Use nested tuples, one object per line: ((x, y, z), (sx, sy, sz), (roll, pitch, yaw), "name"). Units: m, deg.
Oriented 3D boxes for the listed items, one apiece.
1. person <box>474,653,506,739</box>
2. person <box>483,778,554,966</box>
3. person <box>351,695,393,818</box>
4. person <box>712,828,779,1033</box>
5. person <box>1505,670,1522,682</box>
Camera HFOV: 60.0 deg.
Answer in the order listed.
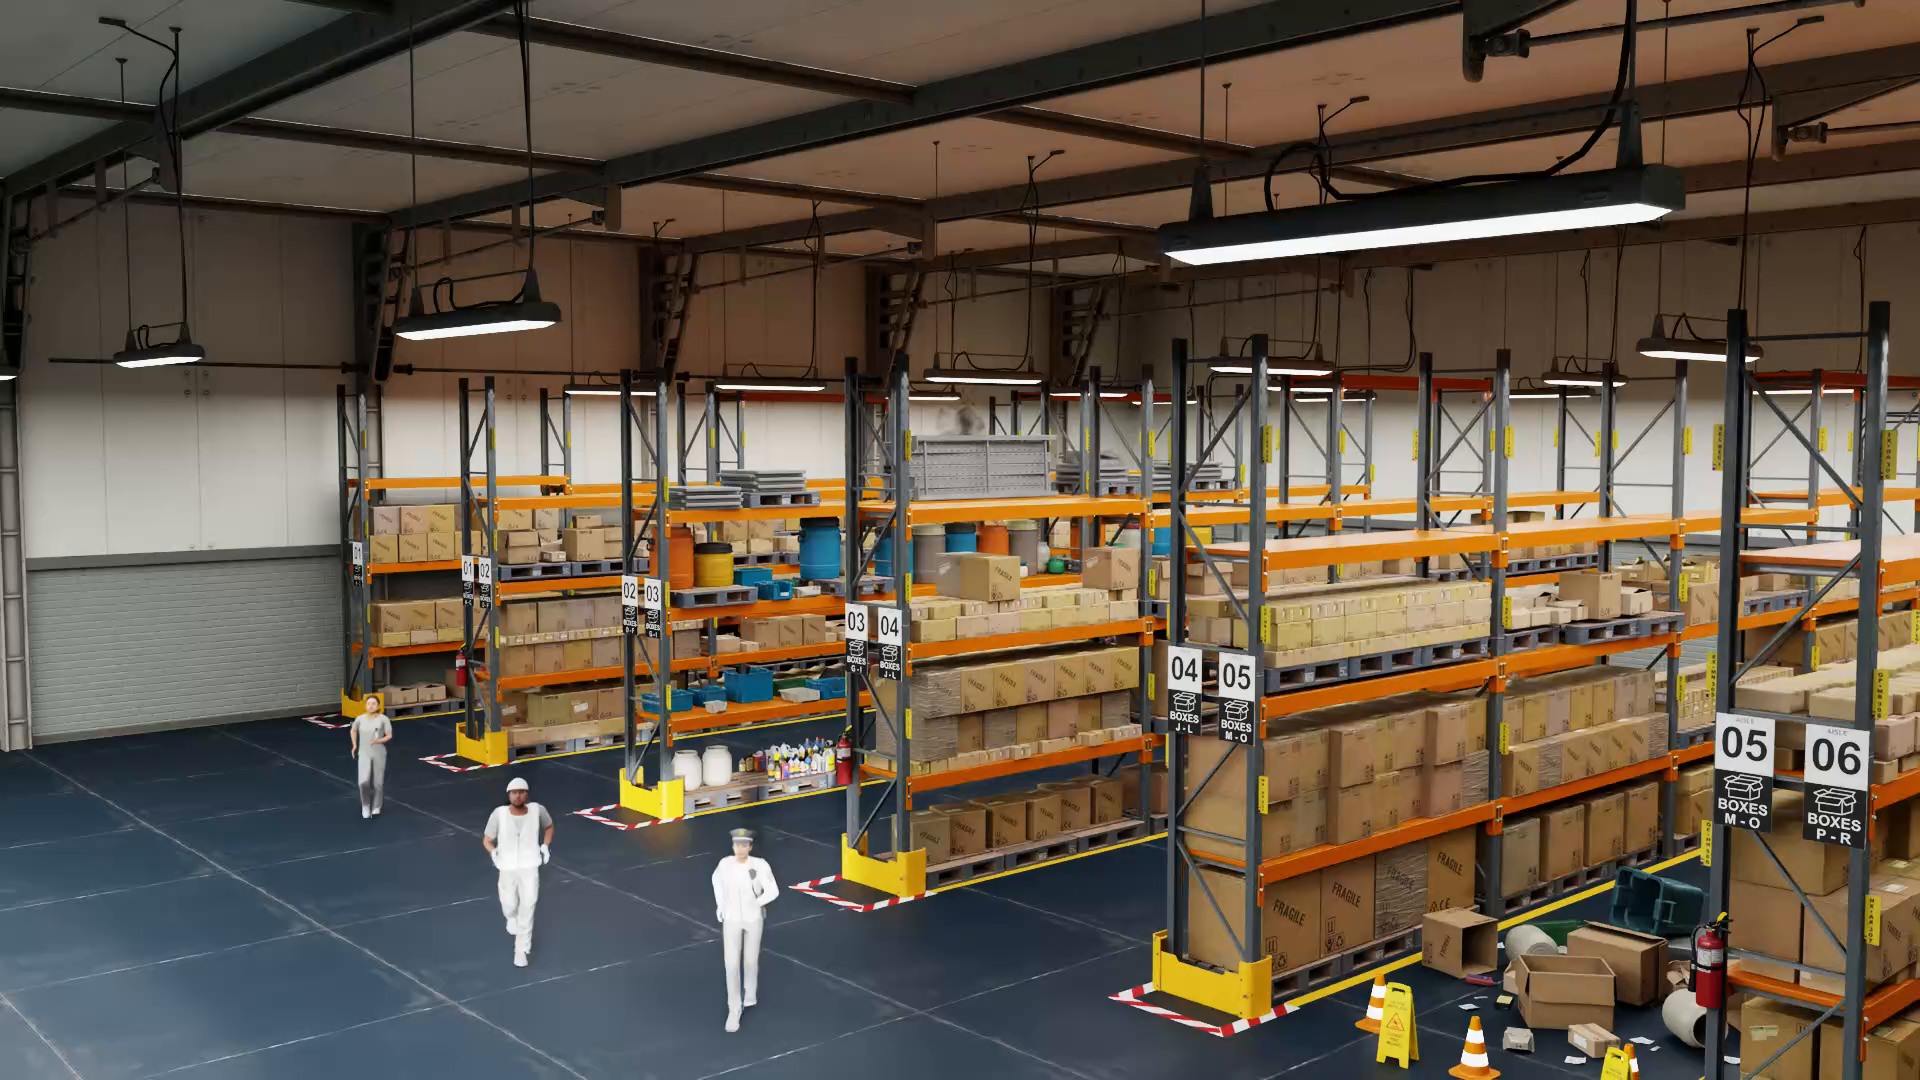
((-7.798, 2.469, 27.921), (0.664, 1.725, 0.954), (2, 4, 30), "person")
((-4.333, 3.211, 16.337), (0.666, 1.766, 0.878), (-1, 4, -15), "person")
((-7.812, 2.877, 22.072), (0.546, 1.639, 0.643), (-1, 4, -15), "person")
((-1.887, 3.366, 14.600), (0.600, 1.743, 0.741), (0, 4, -4), "person")
((8.070, 2.700, 24.336), (0.640, 1.849, 0.724), (4, 5, 44), "person")
